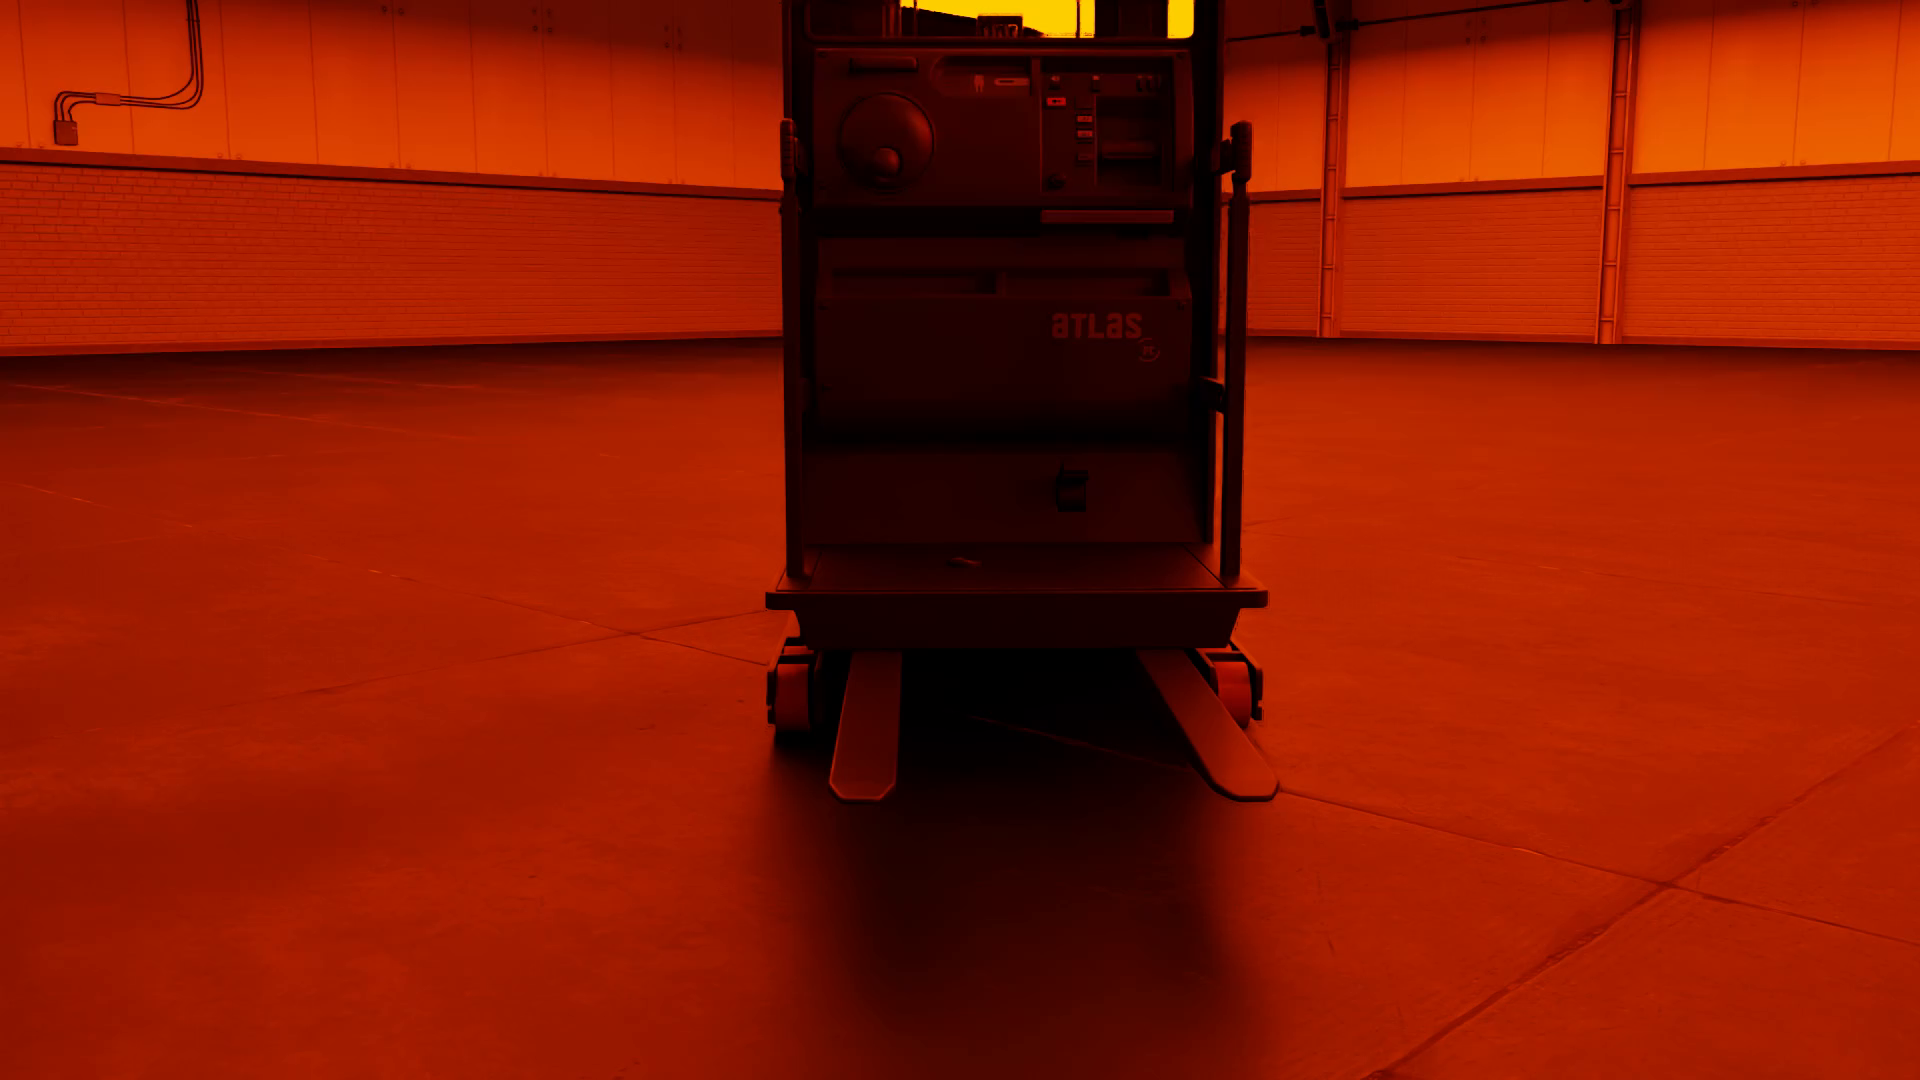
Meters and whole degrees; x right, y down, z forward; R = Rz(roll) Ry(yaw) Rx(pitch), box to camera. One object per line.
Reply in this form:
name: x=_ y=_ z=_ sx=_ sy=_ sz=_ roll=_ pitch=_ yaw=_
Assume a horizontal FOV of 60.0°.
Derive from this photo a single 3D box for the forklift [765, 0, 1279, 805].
forklift: x=0.114 y=-1.054 z=3.876 sx=1.130 sy=2.935 sz=3.031 roll=0 pitch=9 yaw=-1
